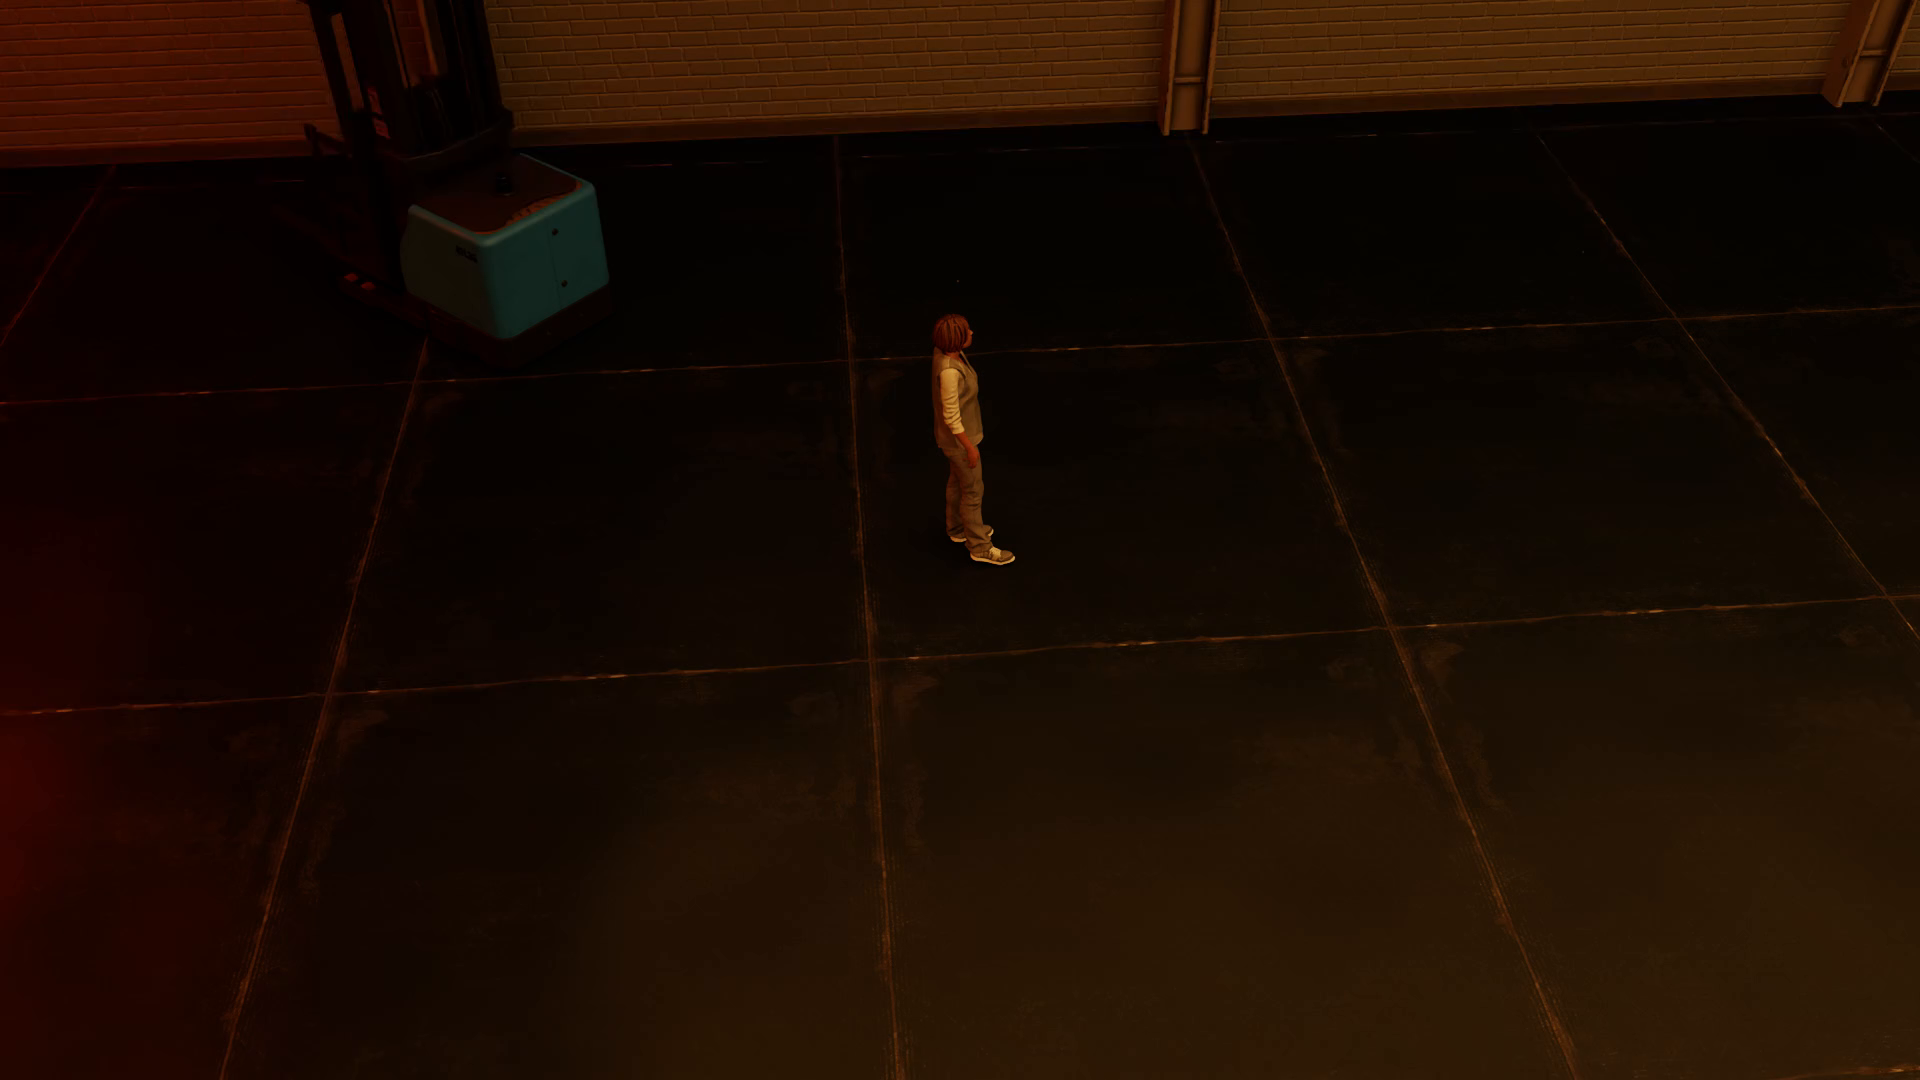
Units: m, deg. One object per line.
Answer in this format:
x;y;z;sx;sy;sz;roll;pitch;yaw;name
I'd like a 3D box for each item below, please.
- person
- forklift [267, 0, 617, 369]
0.076;-0.602;9.669;0.473;1.584;0.521;-3;41;-4;person
-3.960;-3.079;11.538;3.031;2.935;1.130;27;47;28;forklift
